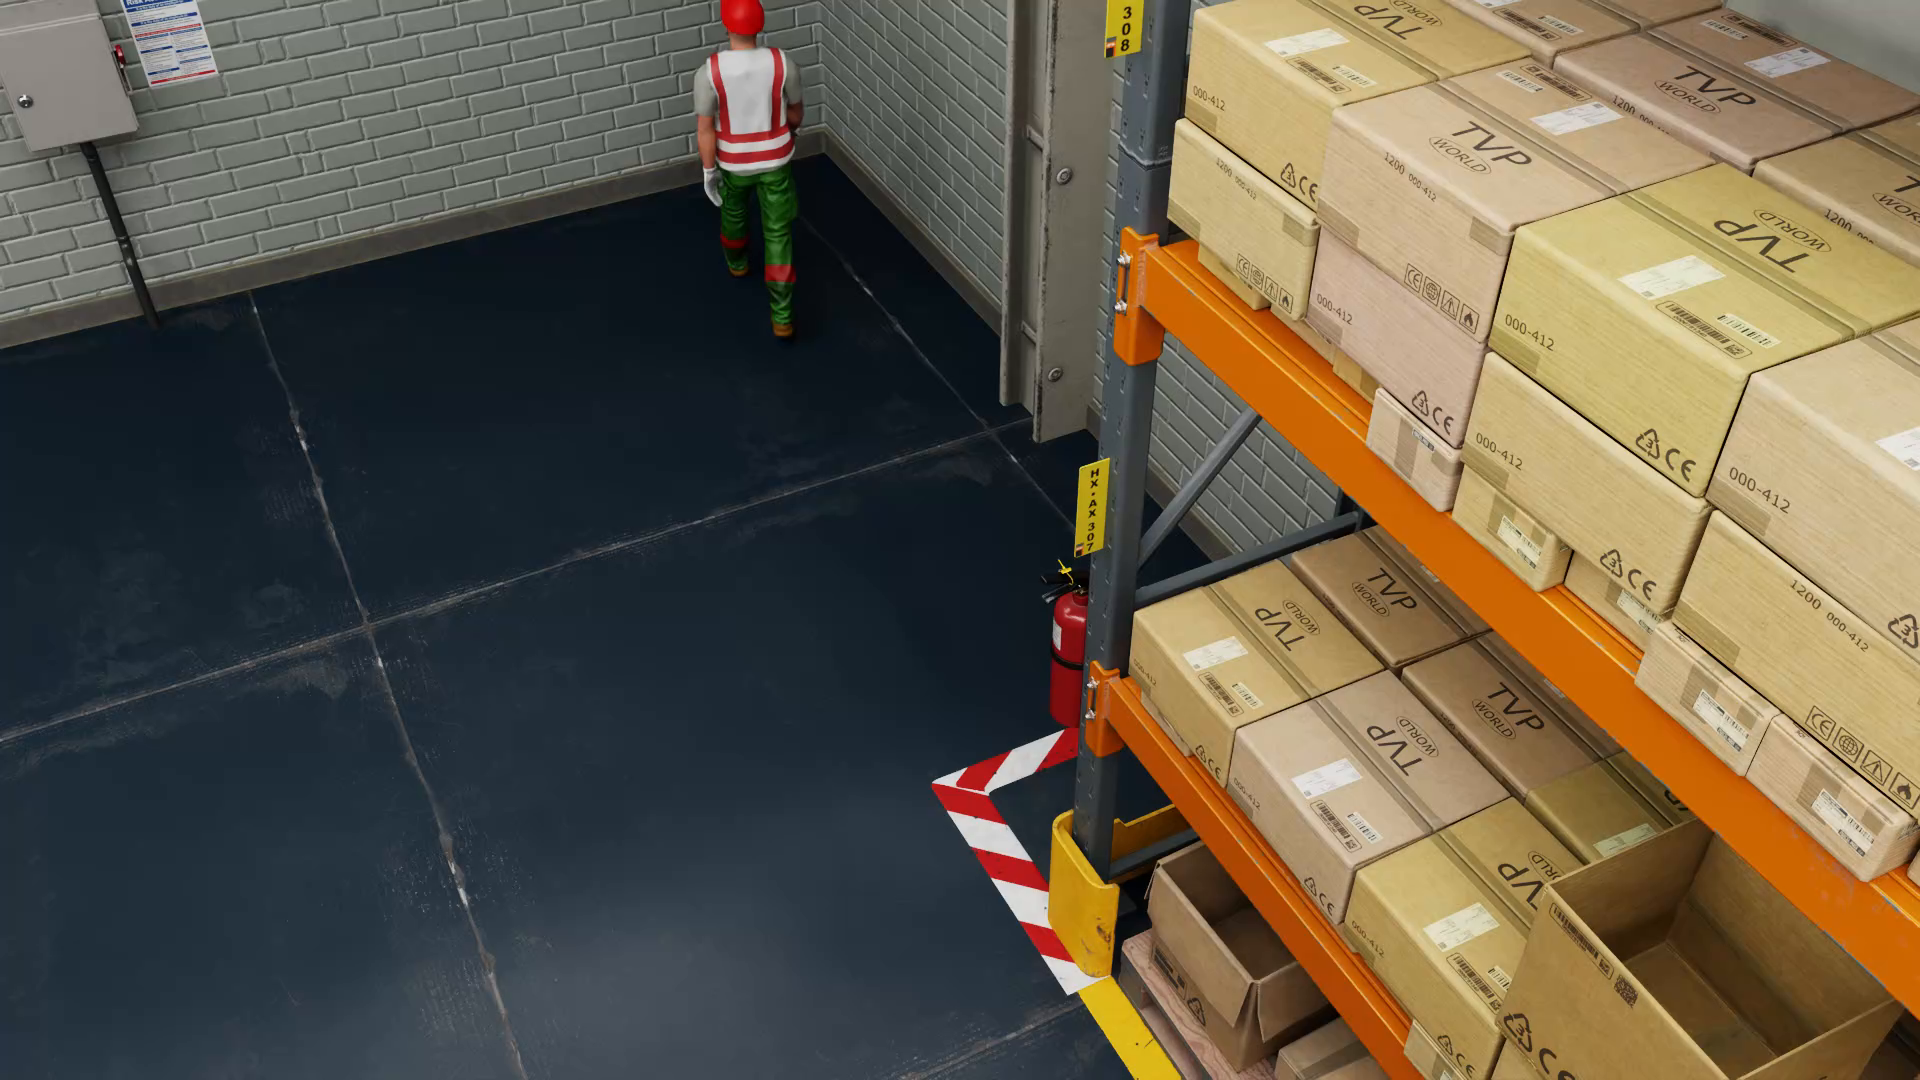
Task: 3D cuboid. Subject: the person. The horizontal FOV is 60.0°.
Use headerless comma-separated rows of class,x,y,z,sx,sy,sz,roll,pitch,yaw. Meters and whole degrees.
person,-1.049,-1.989,8.443,0.538,1.746,0.975,-5,41,-5
